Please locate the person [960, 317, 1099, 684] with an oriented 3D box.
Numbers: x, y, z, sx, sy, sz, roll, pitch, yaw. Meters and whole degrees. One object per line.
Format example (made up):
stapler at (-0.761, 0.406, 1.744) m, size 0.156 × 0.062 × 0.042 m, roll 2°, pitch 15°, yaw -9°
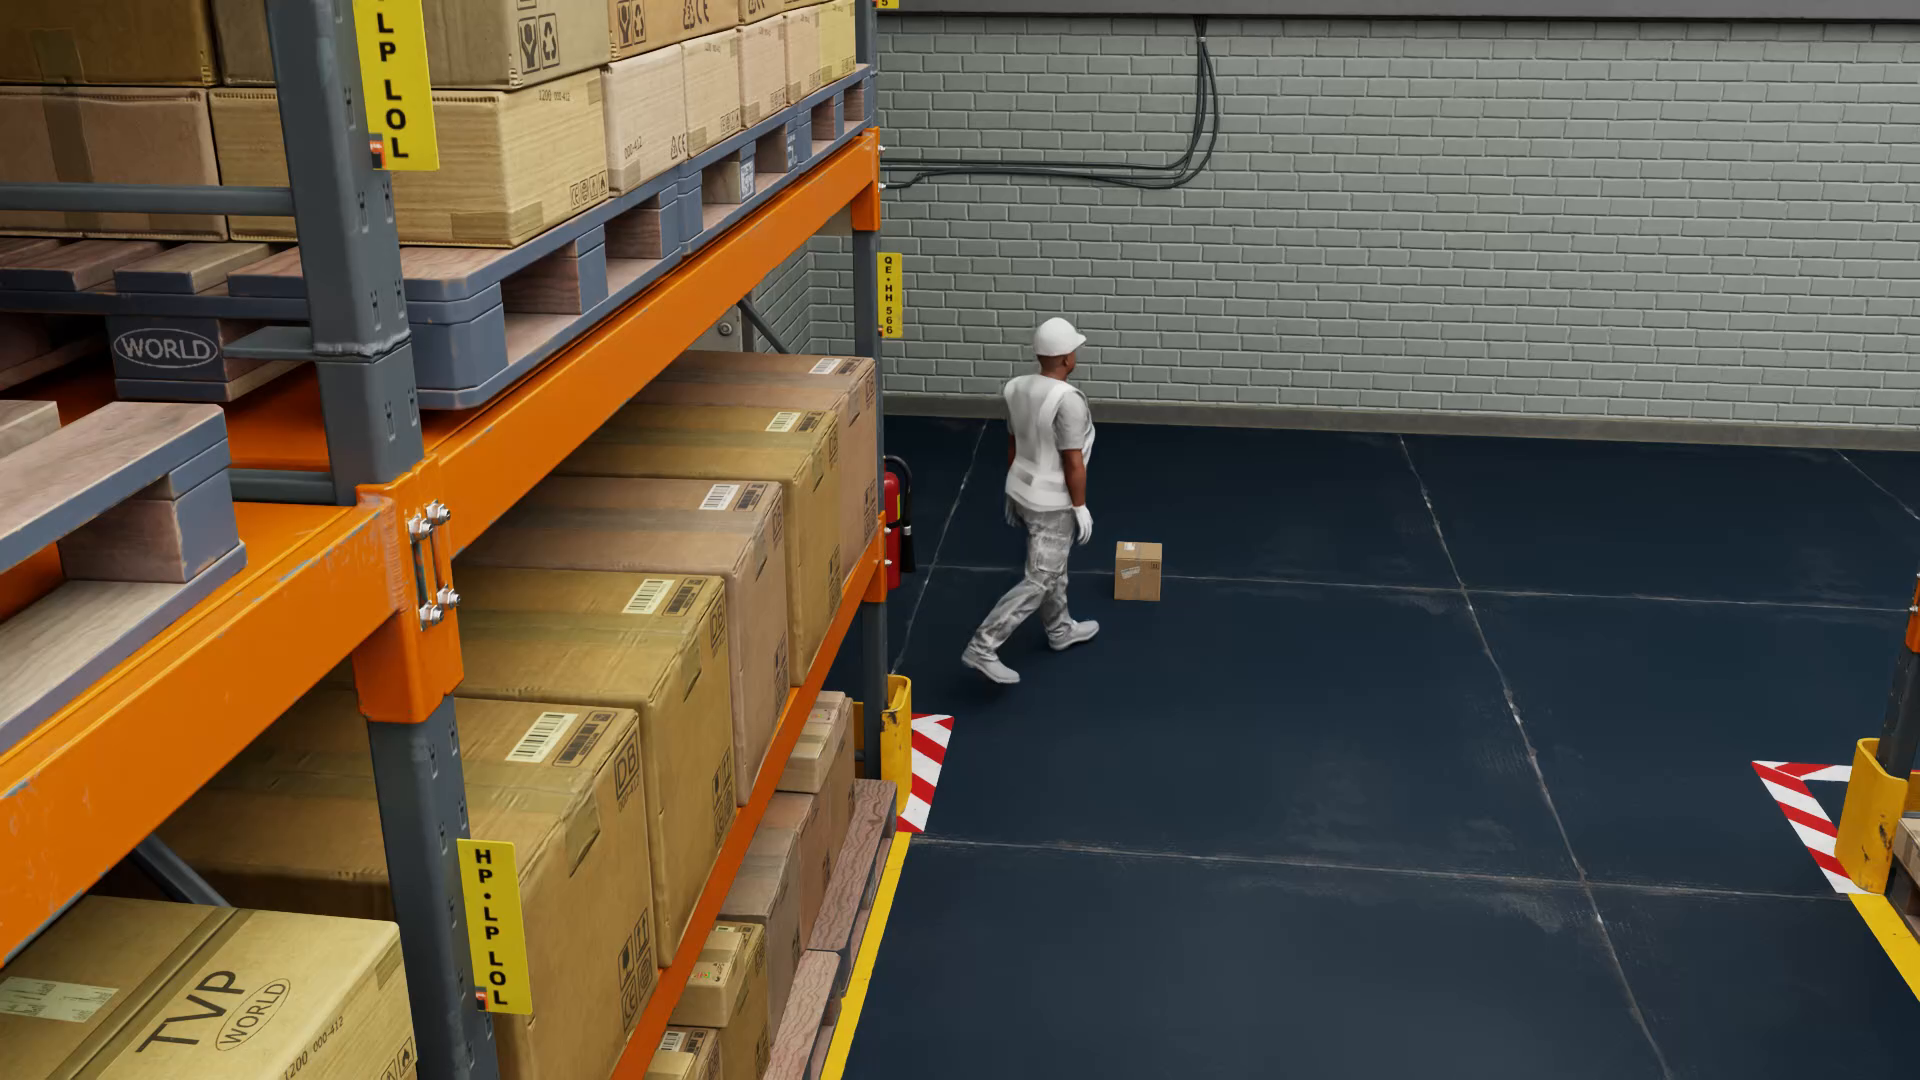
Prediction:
person at (0.382, -0.190, 8.058) m, size 0.926 × 1.767 × 0.566 m, roll -10°, pitch 23°, yaw -24°
